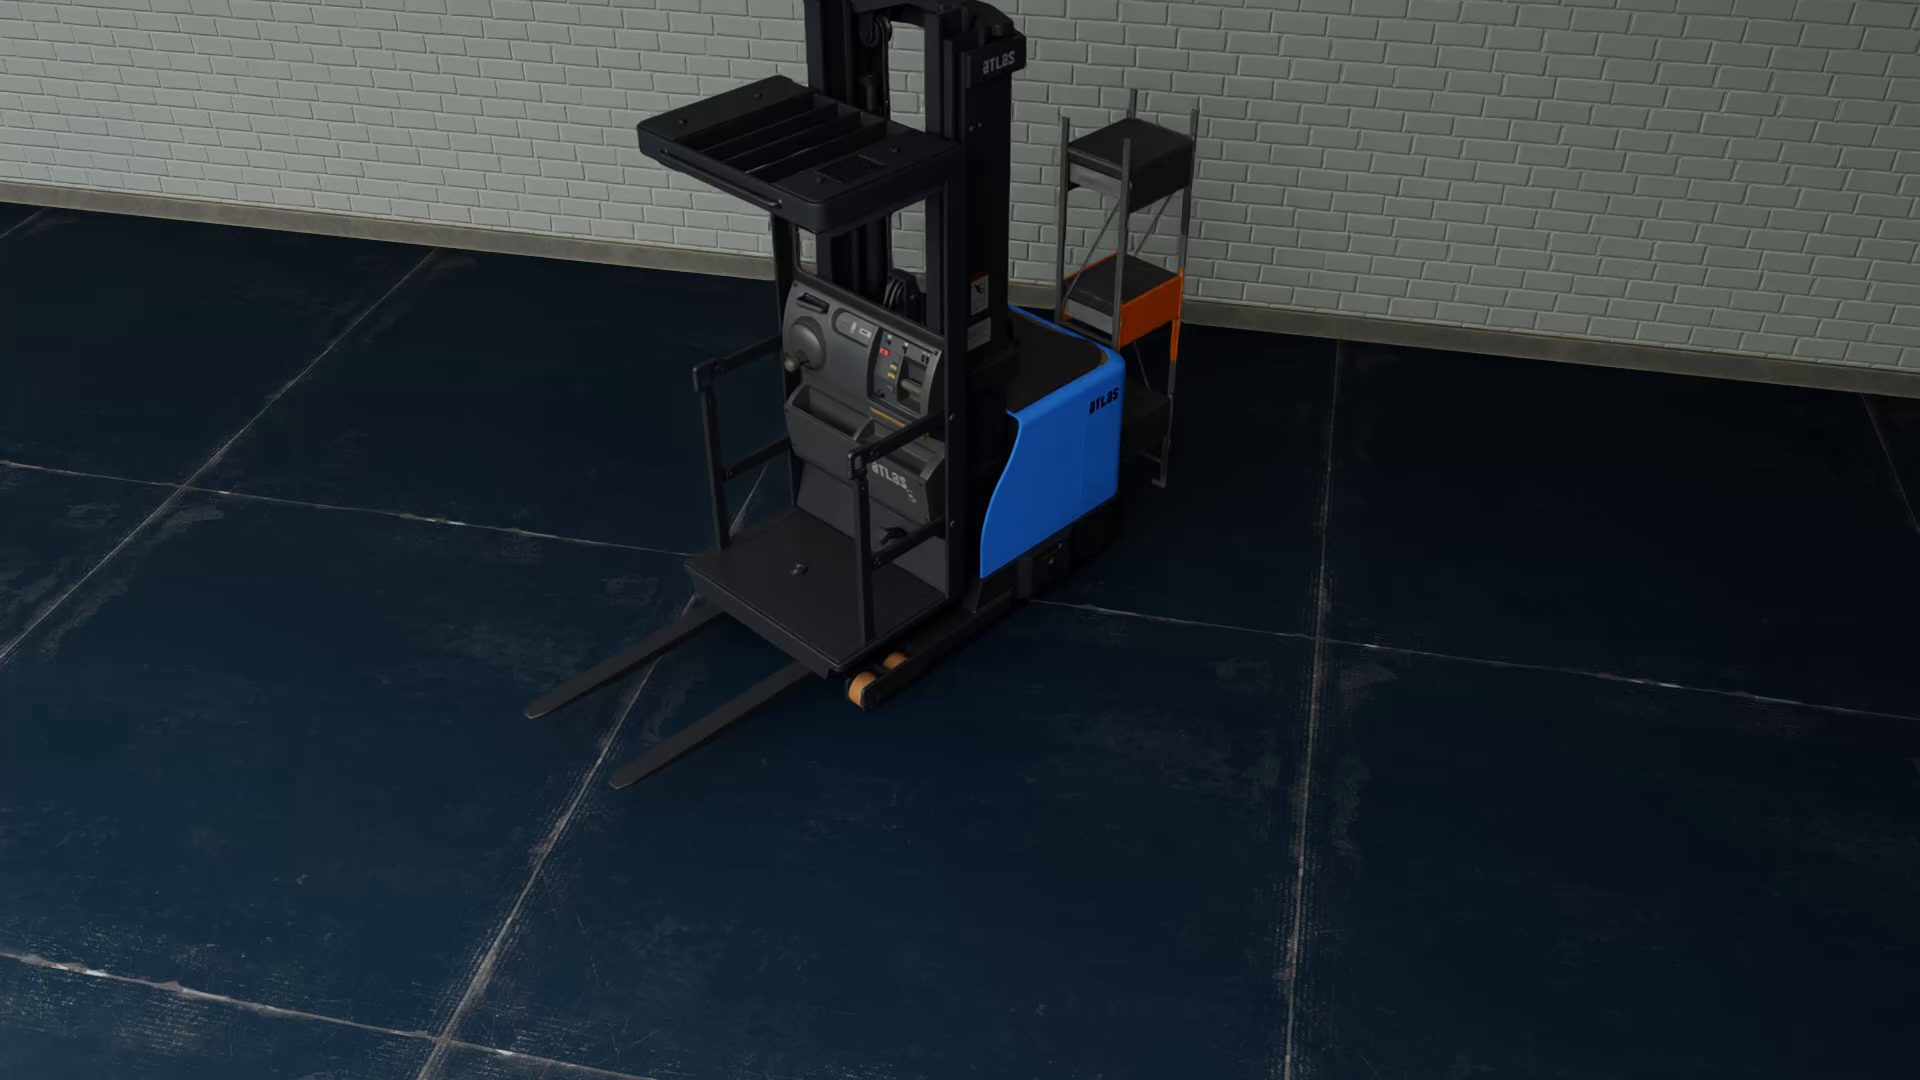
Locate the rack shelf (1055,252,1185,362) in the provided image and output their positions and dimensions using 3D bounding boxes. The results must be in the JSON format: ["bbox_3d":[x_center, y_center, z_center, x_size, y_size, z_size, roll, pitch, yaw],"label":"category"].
[{"bbox_3d":[0.786,-1.101,8.273,0.431,0.518,0.480,30,45,34],"label":"rack shelf"}]

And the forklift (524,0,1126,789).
[{"bbox_3d":[-0.579,-0.770,7.085,1.130,2.935,3.031,30,45,34],"label":"forklift"}]

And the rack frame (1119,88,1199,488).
[{"bbox_3d":[0.956,-1.214,8.407,0.400,2.100,0.015,30,45,34],"label":"rack frame"}]

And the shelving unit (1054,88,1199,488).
[{"bbox_3d":[0.786,-1.112,8.265,0.431,2.100,0.503,30,45,34],"label":"shelving unit"}]

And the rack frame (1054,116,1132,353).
[{"bbox_3d":[0.617,-1.009,8.123,0.400,2.100,0.015,30,45,34],"label":"rack frame"}]

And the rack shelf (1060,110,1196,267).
[{"bbox_3d":[0.786,-1.667,7.862,0.431,0.518,0.480,30,45,34],"label":"rack shelf"}]

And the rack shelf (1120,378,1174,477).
[{"bbox_3d":[0.786,-0.534,8.683,0.431,0.518,0.480,30,45,34],"label":"rack shelf"}]
